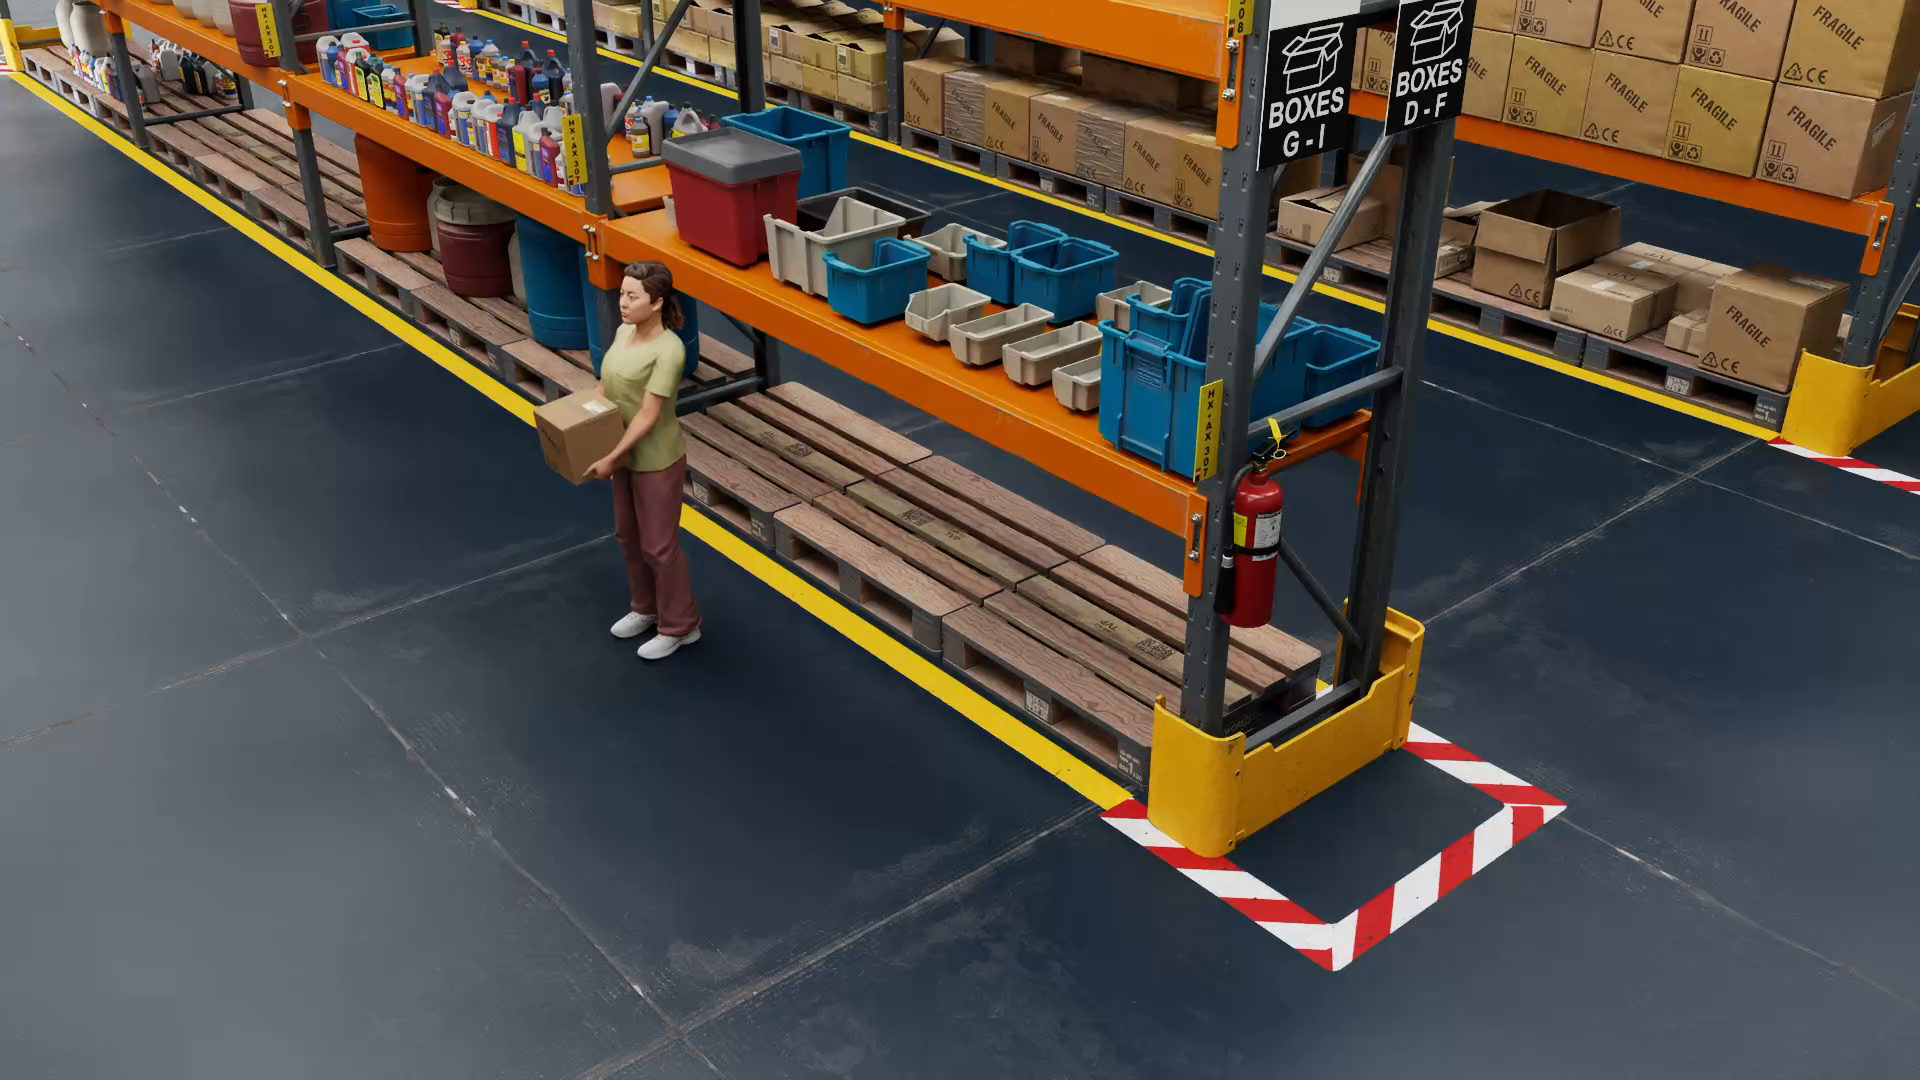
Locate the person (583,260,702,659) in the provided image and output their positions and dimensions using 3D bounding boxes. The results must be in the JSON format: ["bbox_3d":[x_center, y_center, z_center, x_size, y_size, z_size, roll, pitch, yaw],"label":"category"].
[{"bbox_3d":[-1.318,-0.301,6.697,0.559,1.663,0.425,-21,35,-34],"label":"person"}]
